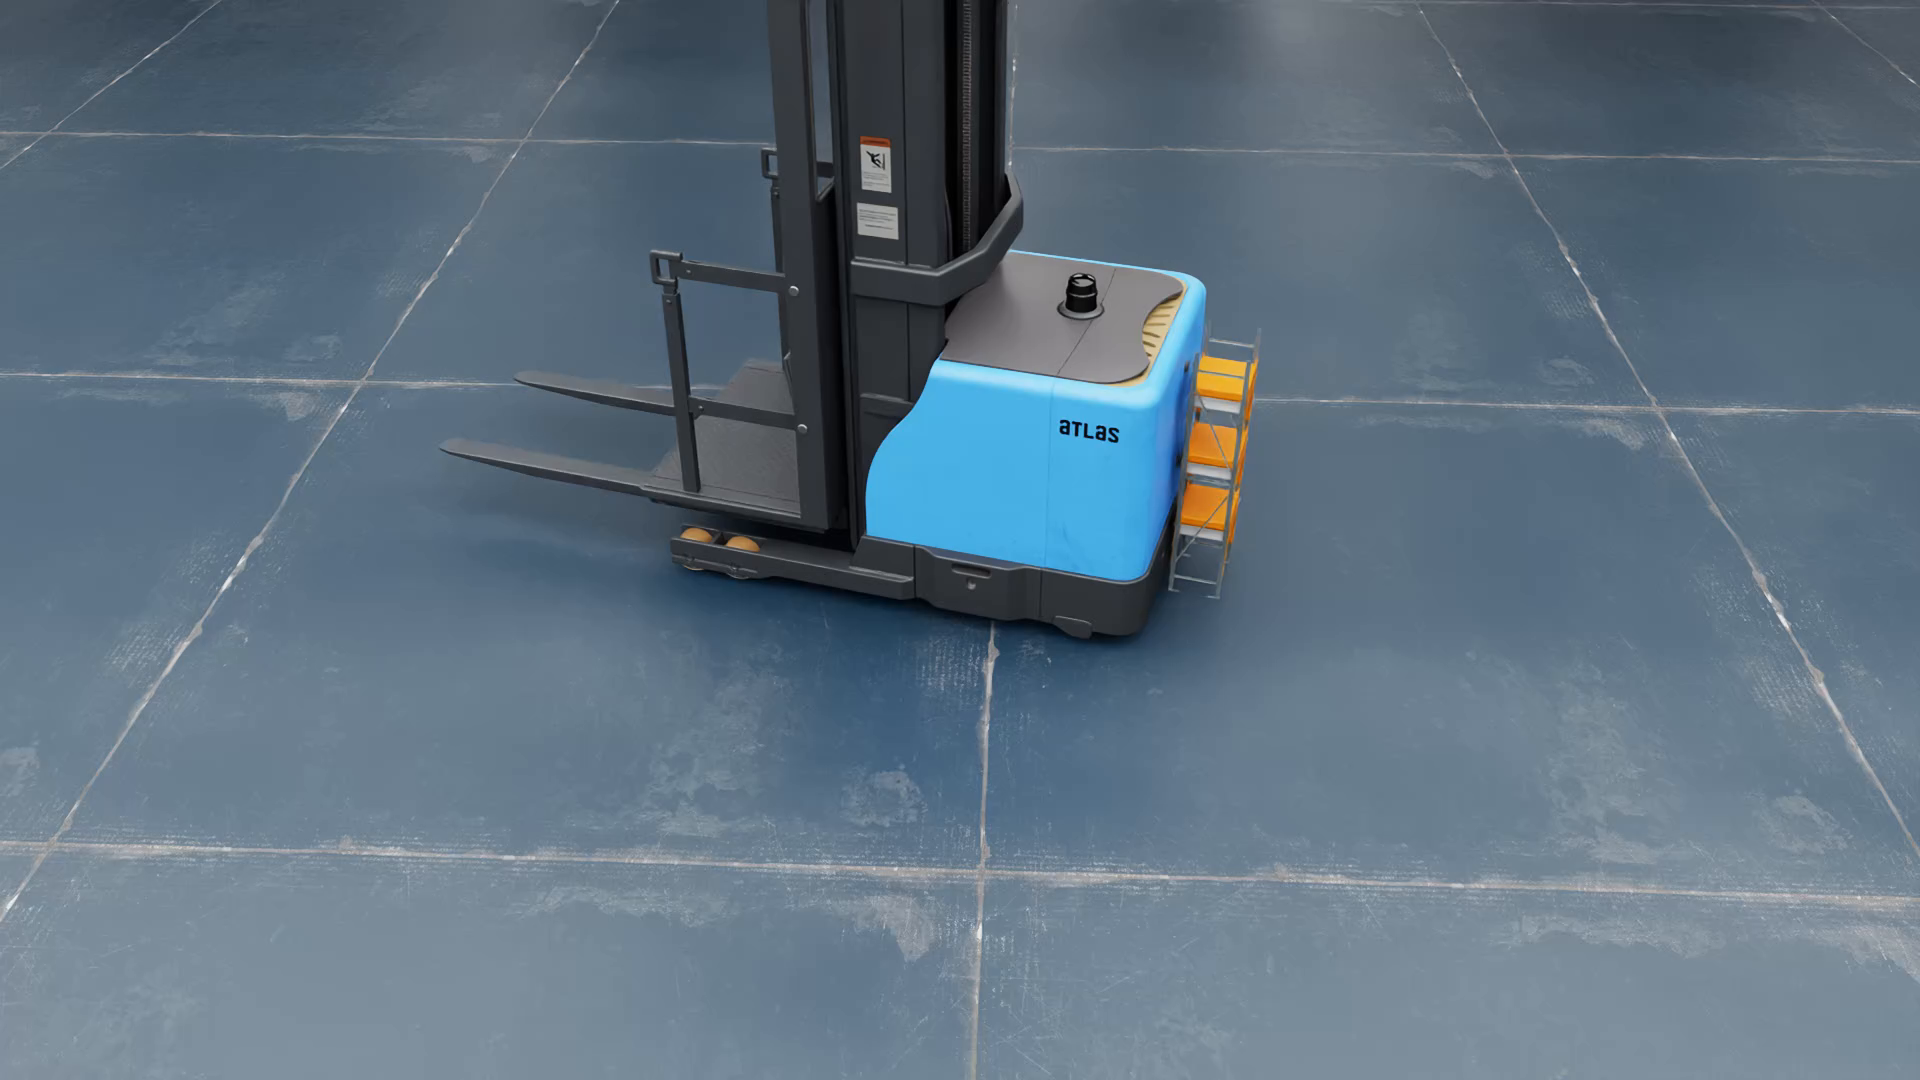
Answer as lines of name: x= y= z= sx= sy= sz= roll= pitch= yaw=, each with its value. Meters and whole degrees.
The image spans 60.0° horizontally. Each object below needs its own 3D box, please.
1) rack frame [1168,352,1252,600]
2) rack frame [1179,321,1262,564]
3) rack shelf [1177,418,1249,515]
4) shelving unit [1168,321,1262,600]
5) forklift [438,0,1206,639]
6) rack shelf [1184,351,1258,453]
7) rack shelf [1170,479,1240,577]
rack frame: x=0.915 y=-0.217 z=6.141 sx=0.200 sy=1.050 sz=0.008 roll=11 pitch=36 yaw=13
rack frame: x=0.984 y=-0.351 z=6.333 sx=0.200 sy=1.050 sz=0.008 roll=11 pitch=36 yaw=13
rack shelf: x=0.949 y=-0.275 z=6.243 sx=0.215 sy=0.259 sz=0.240 roll=11 pitch=36 yaw=13
shelving unit: x=0.950 y=-0.284 z=6.237 sx=0.215 sy=1.050 sz=0.252 roll=11 pitch=36 yaw=13
forklift: x=-0.627 y=-1.322 z=6.082 sx=3.031 sy=2.935 sz=1.130 roll=10 pitch=36 yaw=14
rack shelf: x=0.954 y=-0.506 z=6.079 sx=0.215 sy=0.259 sz=0.240 roll=11 pitch=36 yaw=13
rack shelf: x=0.944 y=-0.049 z=6.404 sx=0.215 sy=0.259 sz=0.240 roll=11 pitch=36 yaw=13
